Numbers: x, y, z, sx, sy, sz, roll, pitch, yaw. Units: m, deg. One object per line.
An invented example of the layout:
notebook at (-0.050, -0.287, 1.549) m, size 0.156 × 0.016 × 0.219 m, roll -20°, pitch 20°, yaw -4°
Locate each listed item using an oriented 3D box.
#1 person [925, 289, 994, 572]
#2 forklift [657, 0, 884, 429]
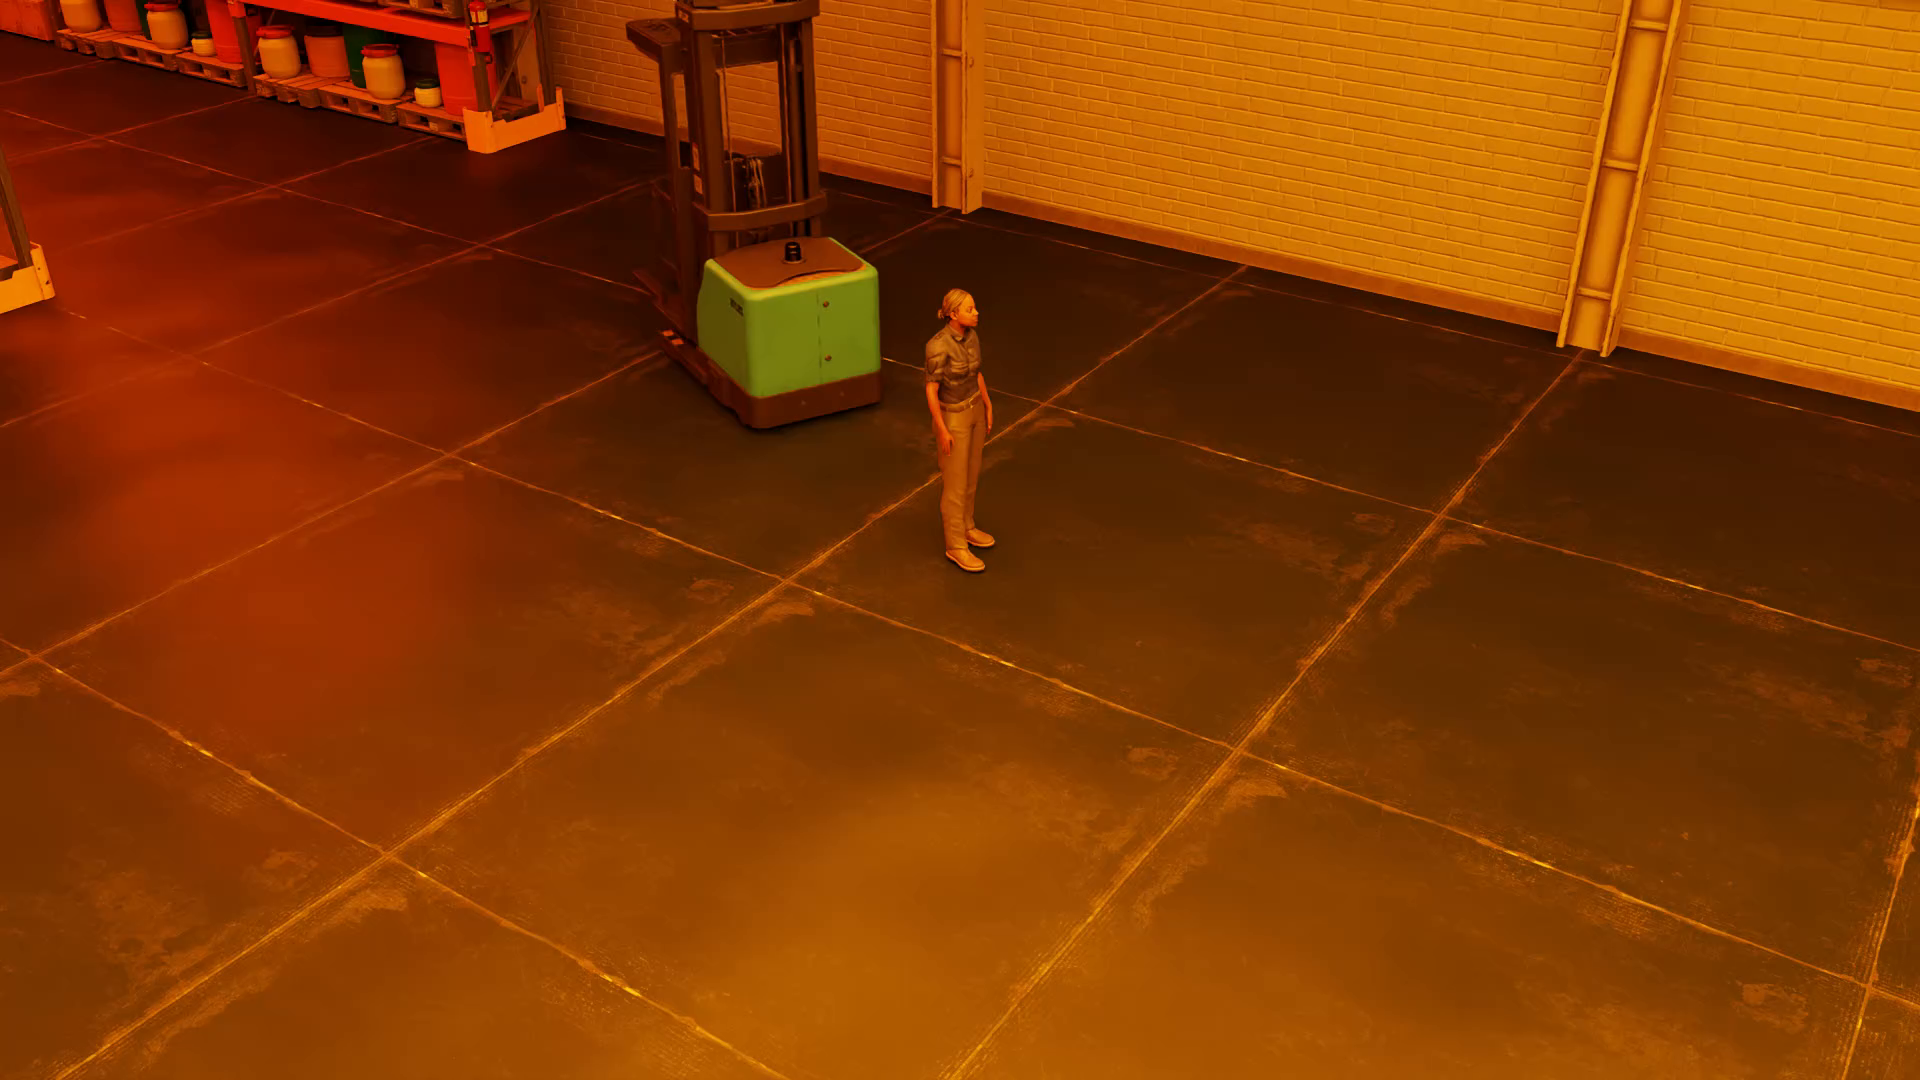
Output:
person at (0.062, -0.689, 10.025) m, size 0.504 × 1.654 × 0.570 m, roll 19°, pitch 35°, yaw 29°
forklift at (-1.717, -2.761, 12.335) m, size 1.130 × 2.935 × 3.031 m, roll -16°, pitch 34°, yaw -25°
